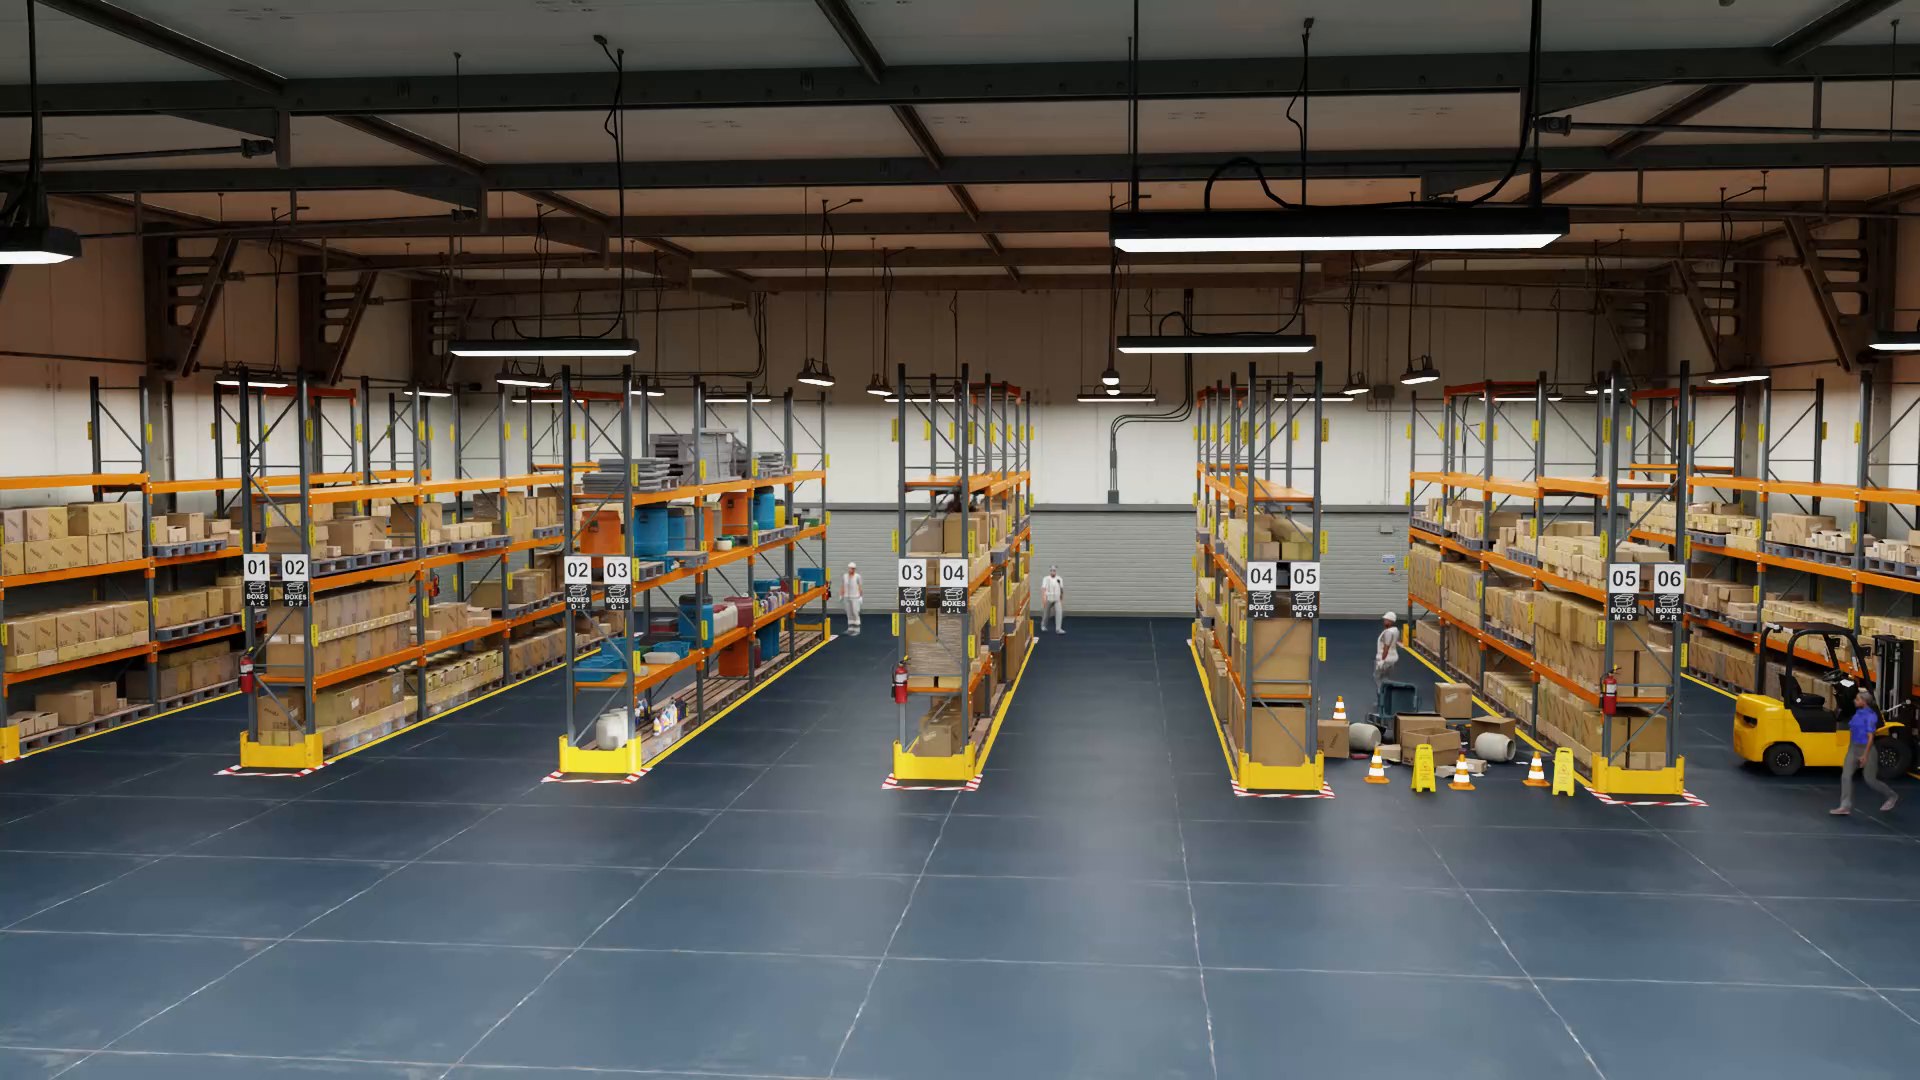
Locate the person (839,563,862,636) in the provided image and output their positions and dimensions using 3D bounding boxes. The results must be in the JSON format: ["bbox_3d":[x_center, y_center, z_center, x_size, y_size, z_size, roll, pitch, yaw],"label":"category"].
[{"bbox_3d":[-2.747,1.467,41.289,0.603,1.810,0.475,2,4,23],"label":"person"}]

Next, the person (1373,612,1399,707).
[{"bbox_3d":[7.762,2.206,30.307,0.597,1.802,0.491,-3,5,-41],"label":"person"}]

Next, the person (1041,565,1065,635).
[{"bbox_3d":[2.326,1.480,41.470,0.607,1.731,1.028,-1,4,-17],"label":"person"}]

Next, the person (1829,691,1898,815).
[{"bbox_3d":[11.845,2.784,21.750,0.874,1.628,0.416,-1,4,-15],"label":"person"}]
